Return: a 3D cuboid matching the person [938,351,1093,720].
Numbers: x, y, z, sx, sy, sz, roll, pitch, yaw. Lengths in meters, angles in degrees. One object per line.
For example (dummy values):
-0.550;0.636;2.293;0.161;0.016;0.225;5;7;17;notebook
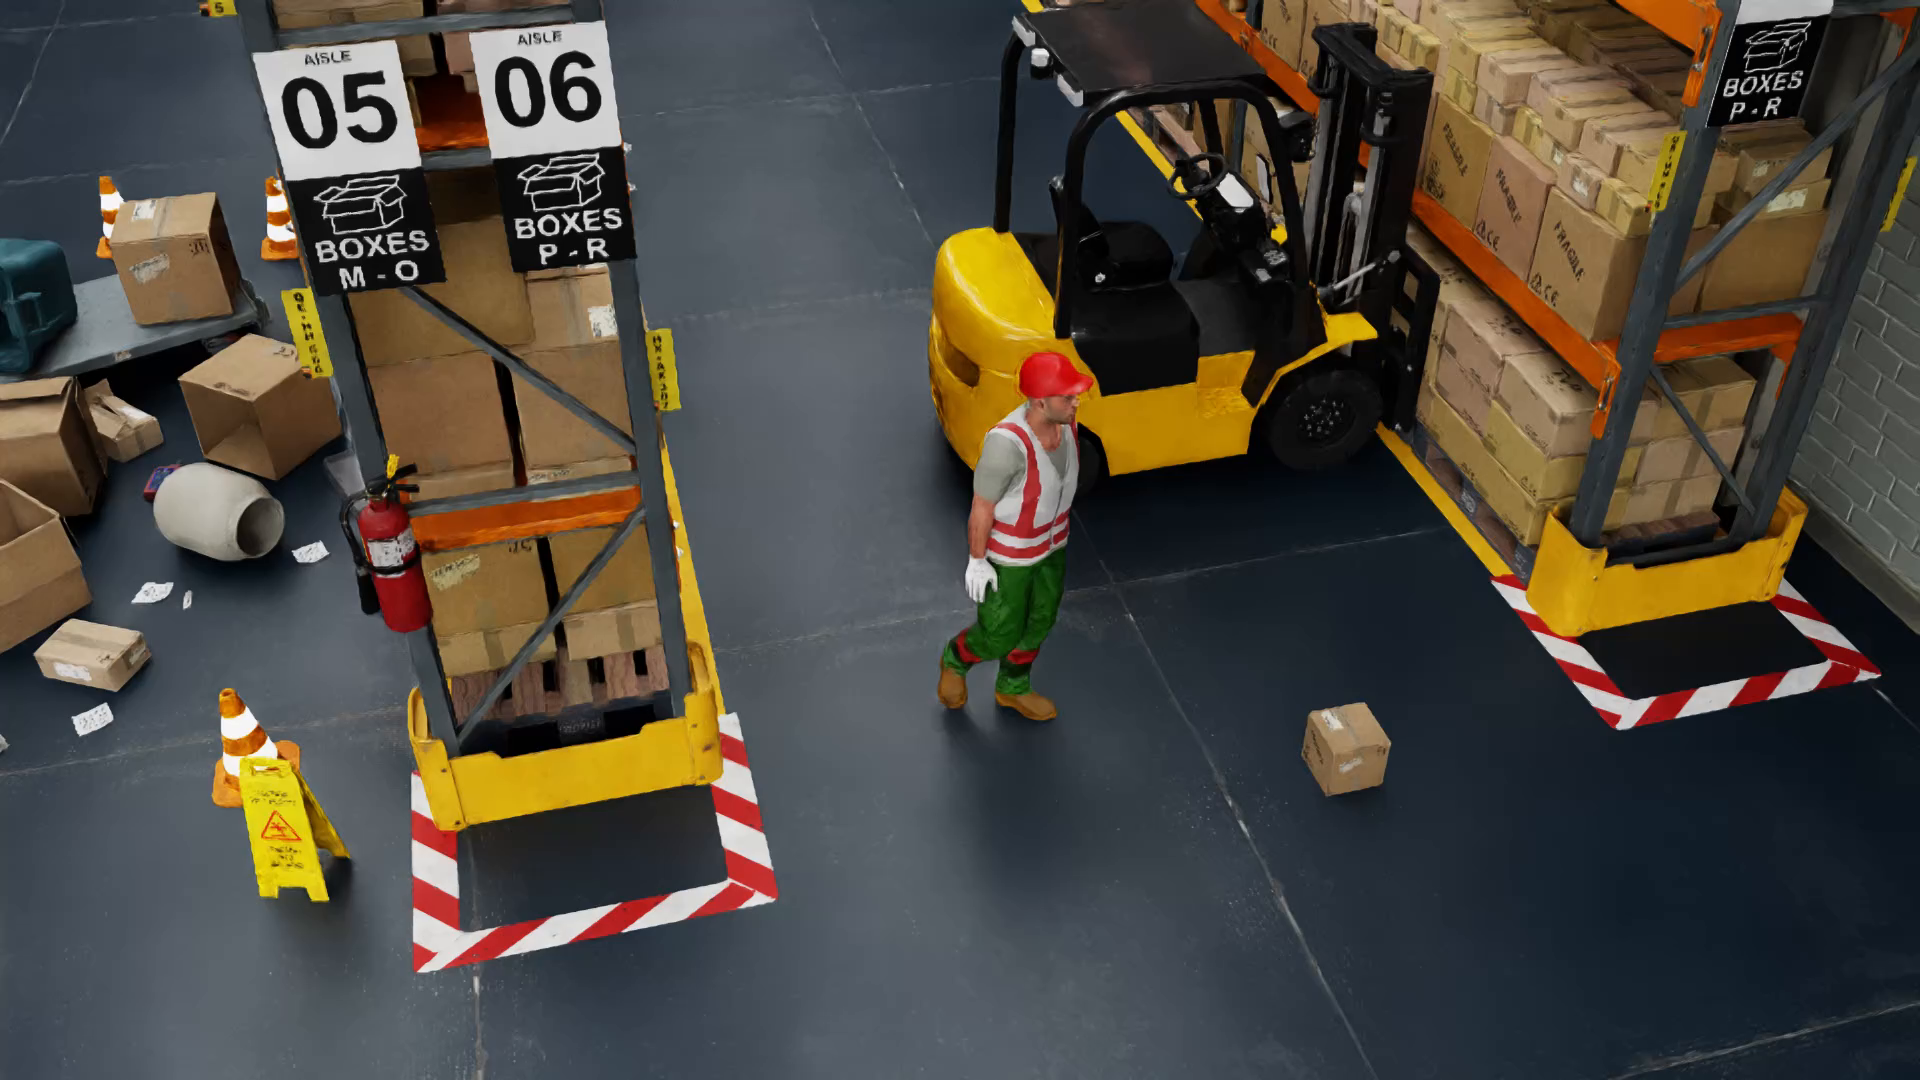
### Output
0.201;-0.009;6.707;0.566;1.780;0.590;29;46;32;person
